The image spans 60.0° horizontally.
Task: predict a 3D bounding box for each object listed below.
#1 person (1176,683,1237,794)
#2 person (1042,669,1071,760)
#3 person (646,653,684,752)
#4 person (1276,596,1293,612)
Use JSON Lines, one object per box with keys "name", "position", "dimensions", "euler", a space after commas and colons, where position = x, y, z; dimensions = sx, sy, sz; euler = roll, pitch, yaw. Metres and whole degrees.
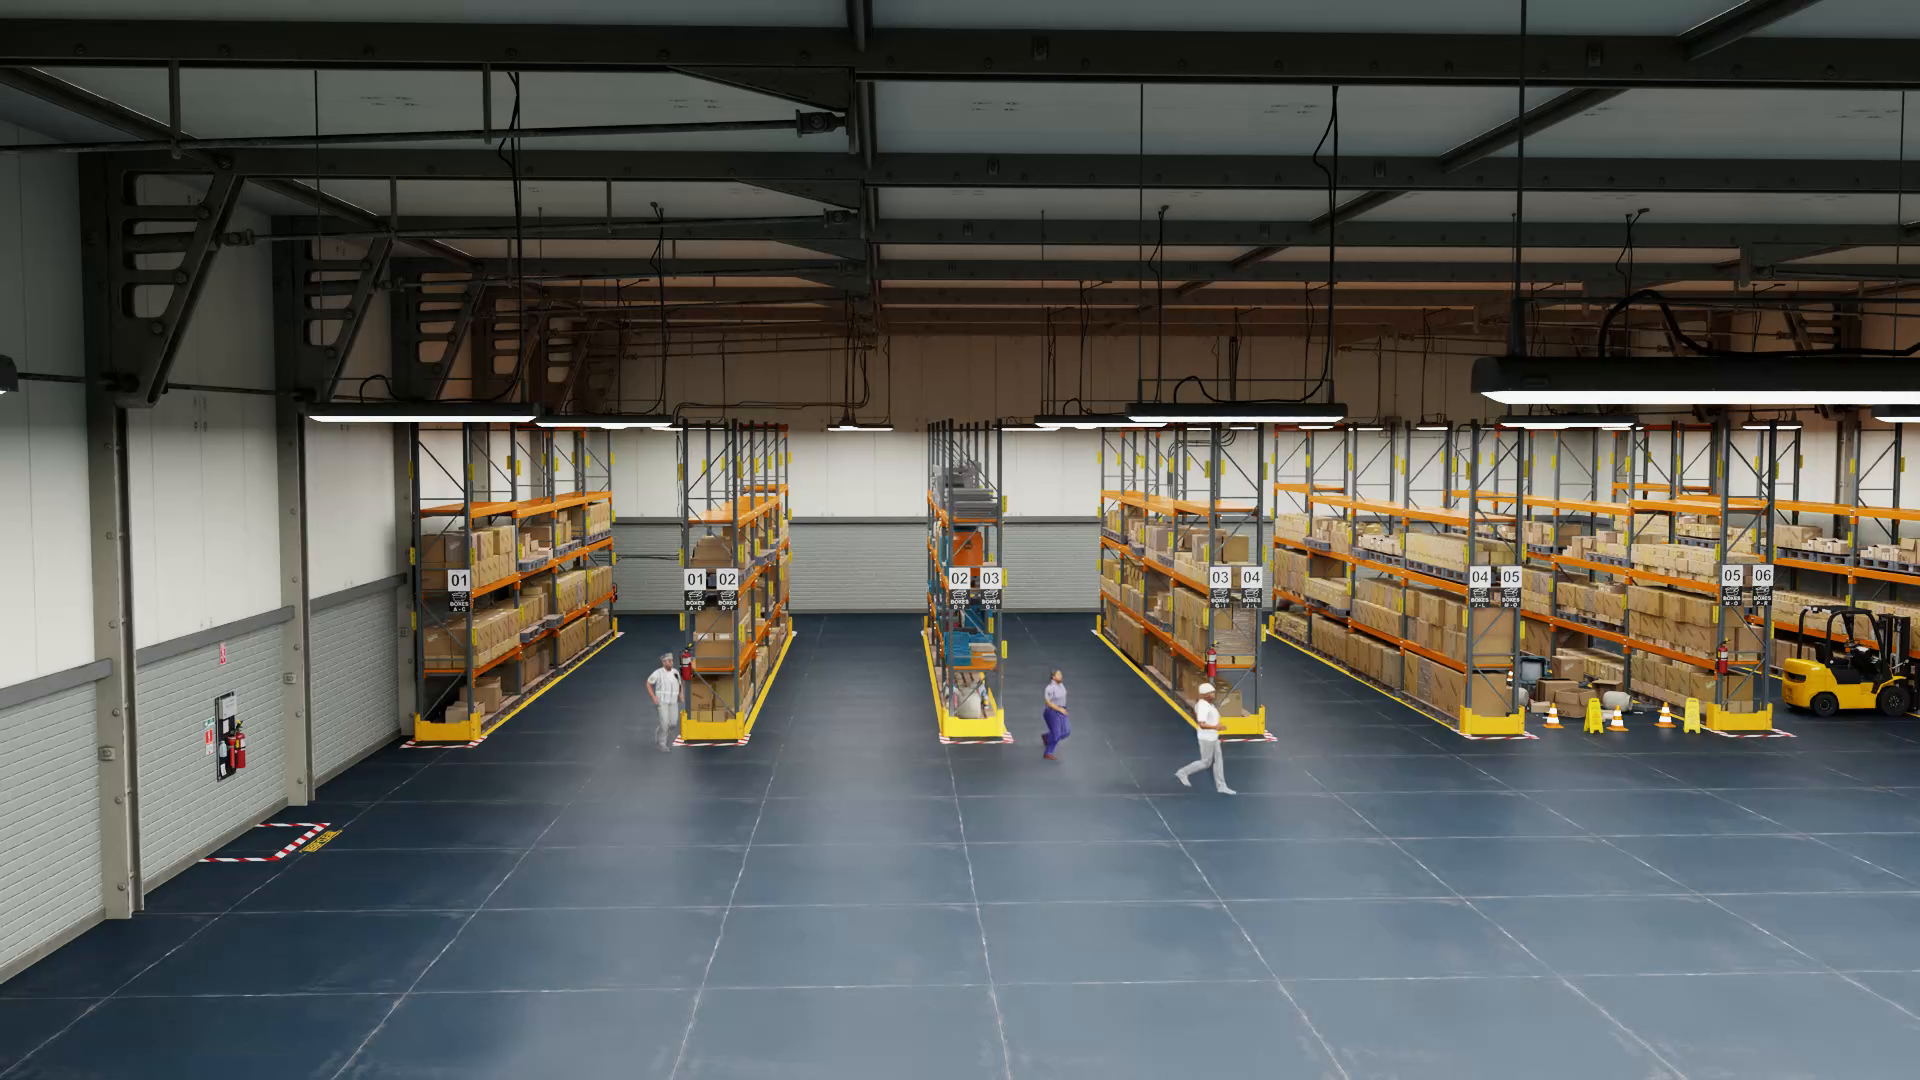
{"name": "person", "position": [3.909, 3.145, 26.336], "dimensions": [0.956, 1.762, 0.700], "euler": [1, 4, 17]}
{"name": "person", "position": [1.692, 3.069, 29.228], "dimensions": [0.595, 1.600, 0.630], "euler": [2, 4, 34]}
{"name": "person", "position": [-5.333, 2.933, 30.234], "dimensions": [0.710, 1.747, 0.597], "euler": [-3, 5, -39]}
{"name": "person", "position": [9.641, 1.809, 49.205], "dimensions": [0.518, 1.608, 0.986], "euler": [2, 4, 24]}
